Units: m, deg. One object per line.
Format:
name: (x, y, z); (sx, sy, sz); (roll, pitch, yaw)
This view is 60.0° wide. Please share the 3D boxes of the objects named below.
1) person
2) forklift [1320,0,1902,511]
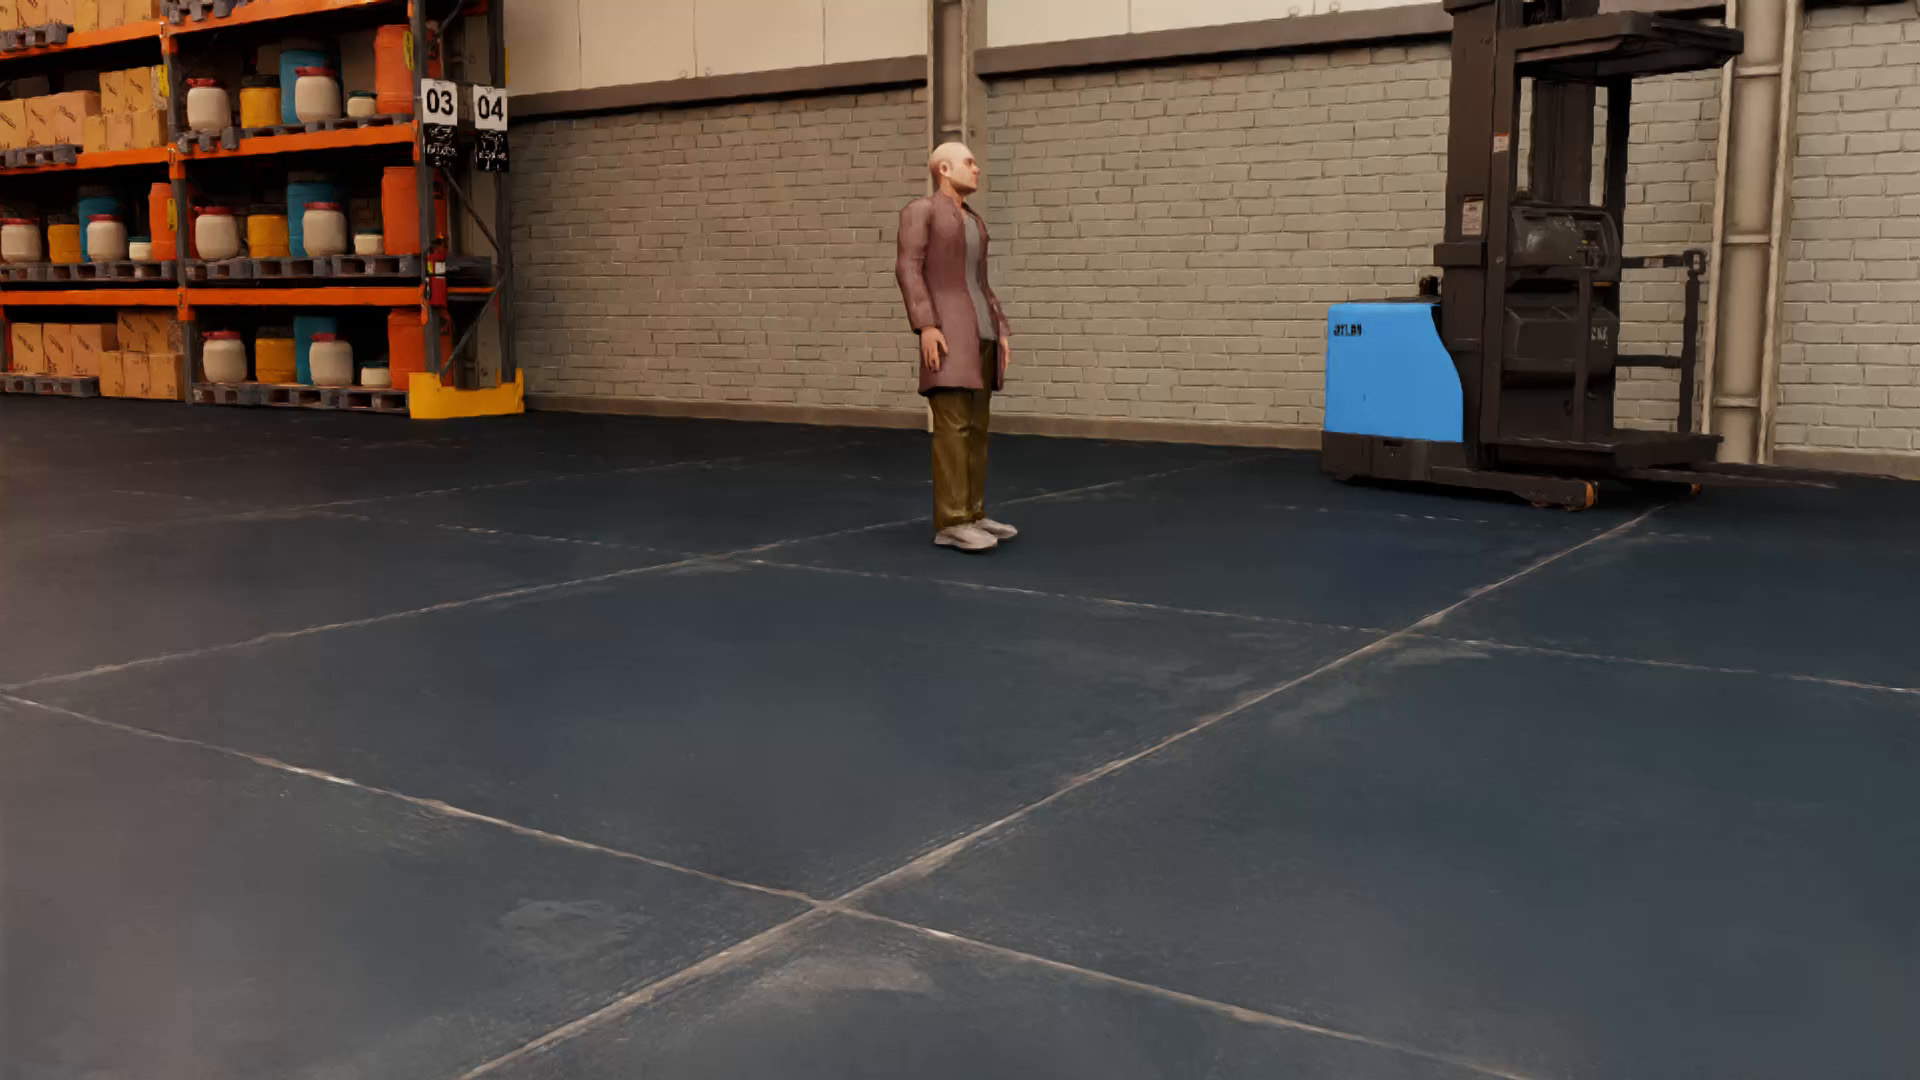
person: (0.073, -0.783, 7.437); (0.580, 1.582, 0.694); (5, 10, 34)
forklift: (3.454, -1.676, 8.979); (1.130, 2.935, 3.031); (-6, 10, -36)
